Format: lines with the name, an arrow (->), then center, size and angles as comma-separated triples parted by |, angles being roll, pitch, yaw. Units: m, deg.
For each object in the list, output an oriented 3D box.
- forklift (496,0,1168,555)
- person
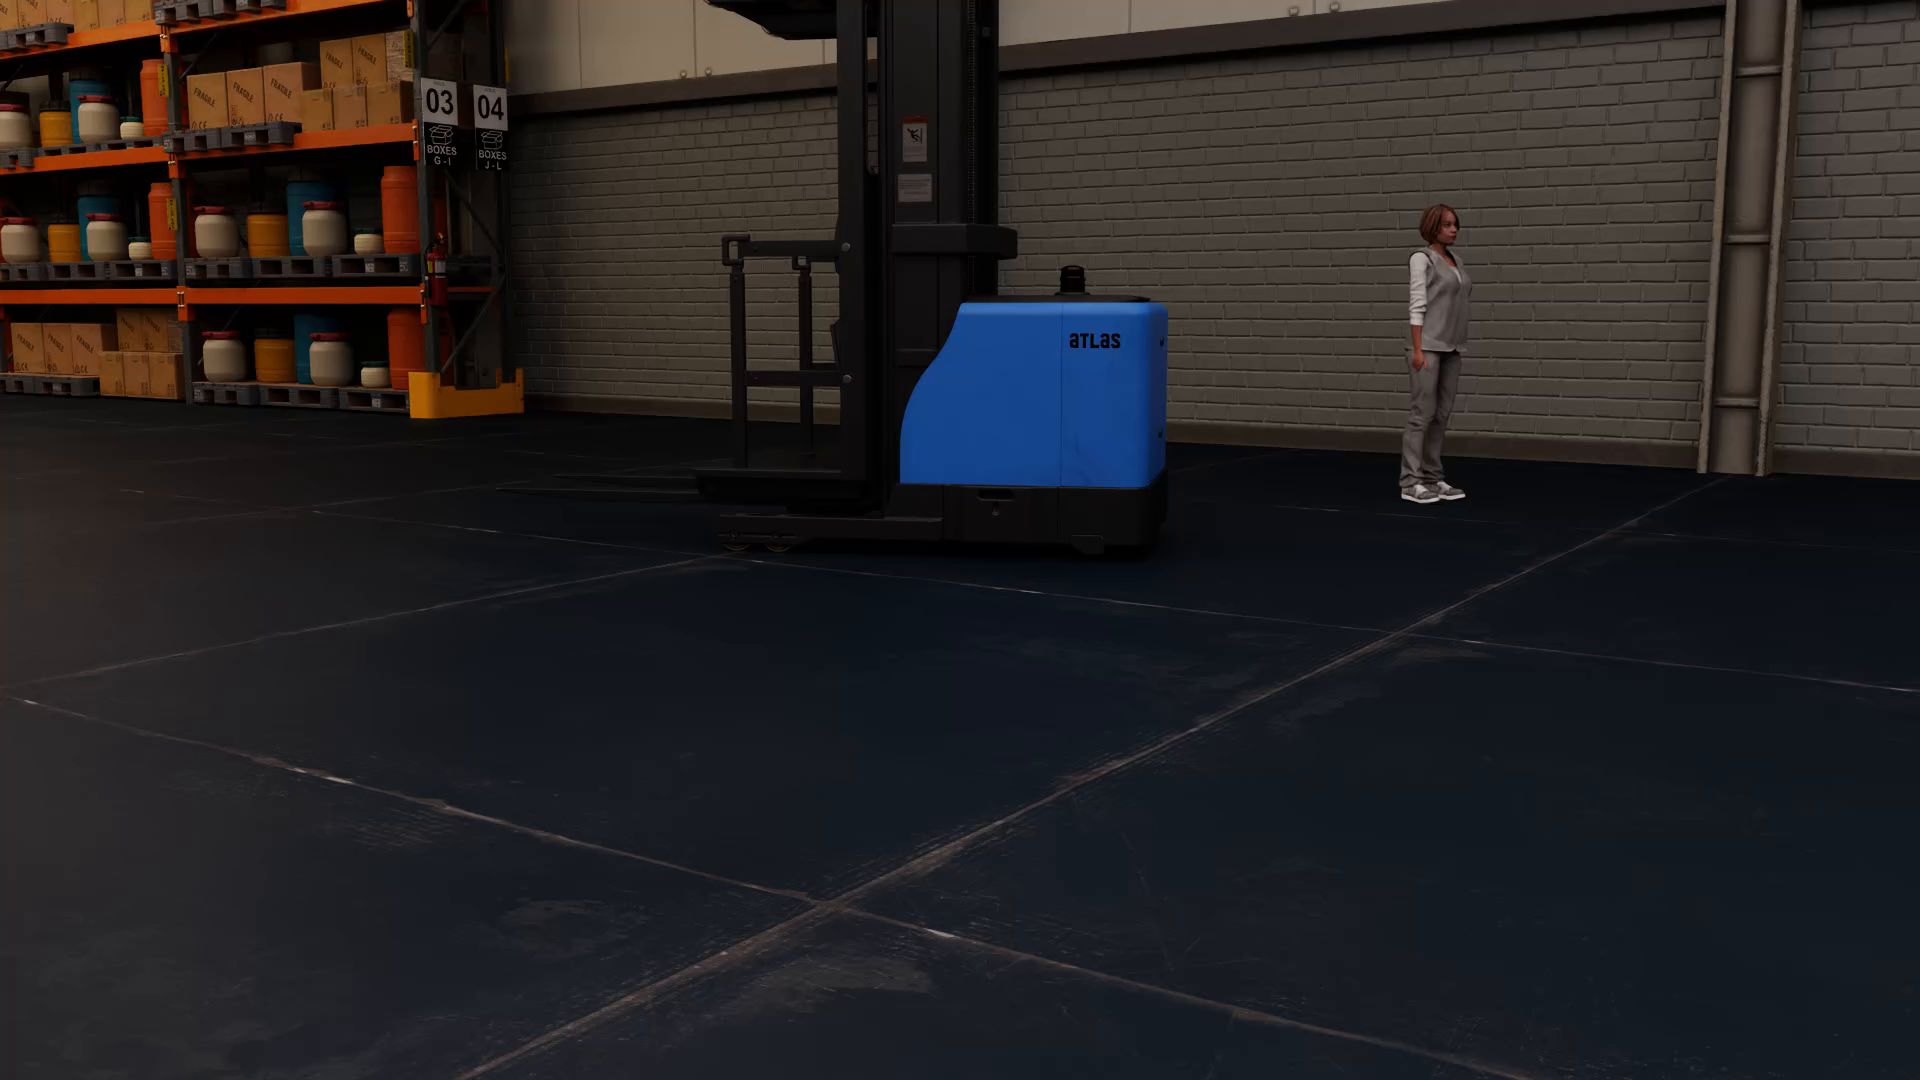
forklift -> -0.596, -1.469, 7.520 | 3.031, 2.935, 1.130 | 2, 8, 12
person -> 2.589, -1.012, 9.035 | 0.405, 1.603, 0.316 | -7, 11, -40
